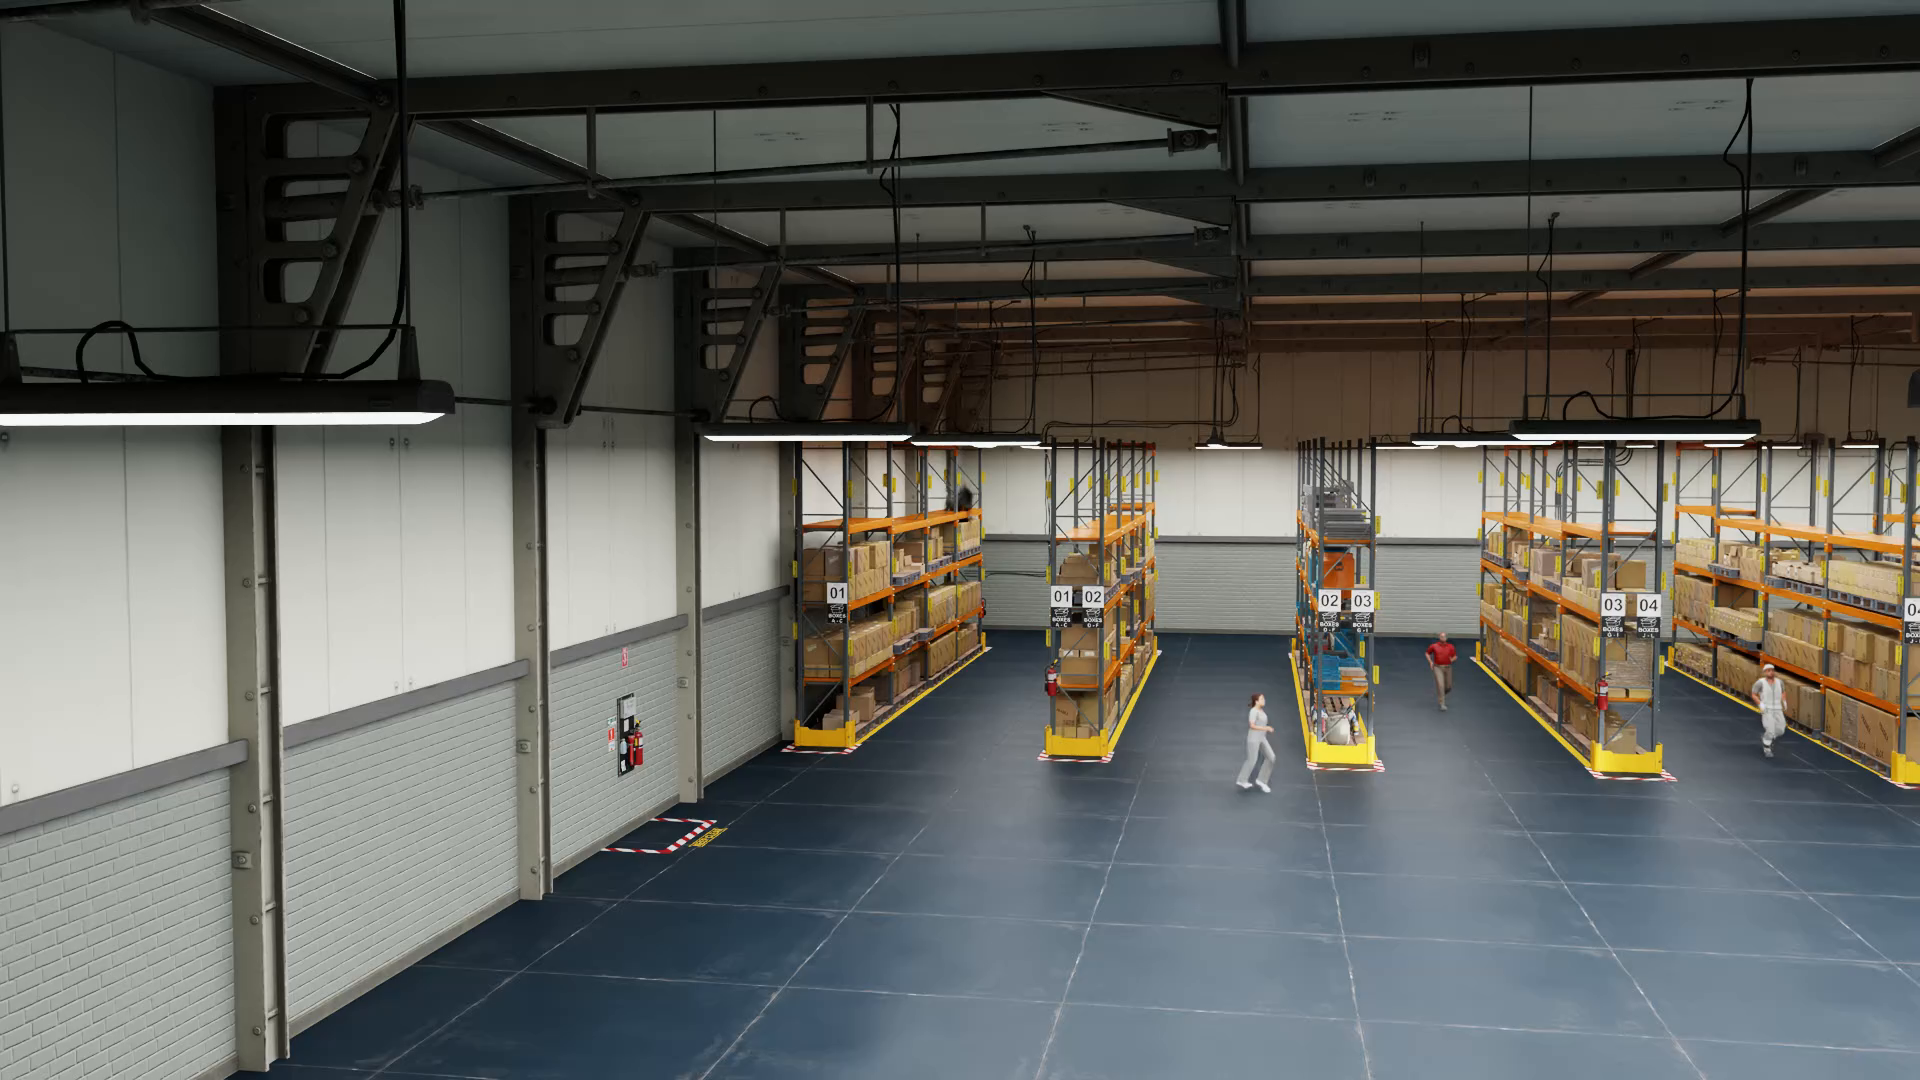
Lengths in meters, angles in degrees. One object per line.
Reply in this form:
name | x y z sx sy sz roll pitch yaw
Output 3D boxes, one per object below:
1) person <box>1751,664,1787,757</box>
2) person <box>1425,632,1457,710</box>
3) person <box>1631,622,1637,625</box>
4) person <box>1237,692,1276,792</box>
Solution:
person | 15.240 3.198 31.268 0.661 1.745 0.548 0 3 2
person | 10.756 2.904 37.094 0.676 1.696 0.886 0 3 0
person | 17.560 2.554 43.588 0.703 1.764 0.736 1 3 23
person | 5.005 3.415 28.052 0.728 1.705 0.554 2 4 37
